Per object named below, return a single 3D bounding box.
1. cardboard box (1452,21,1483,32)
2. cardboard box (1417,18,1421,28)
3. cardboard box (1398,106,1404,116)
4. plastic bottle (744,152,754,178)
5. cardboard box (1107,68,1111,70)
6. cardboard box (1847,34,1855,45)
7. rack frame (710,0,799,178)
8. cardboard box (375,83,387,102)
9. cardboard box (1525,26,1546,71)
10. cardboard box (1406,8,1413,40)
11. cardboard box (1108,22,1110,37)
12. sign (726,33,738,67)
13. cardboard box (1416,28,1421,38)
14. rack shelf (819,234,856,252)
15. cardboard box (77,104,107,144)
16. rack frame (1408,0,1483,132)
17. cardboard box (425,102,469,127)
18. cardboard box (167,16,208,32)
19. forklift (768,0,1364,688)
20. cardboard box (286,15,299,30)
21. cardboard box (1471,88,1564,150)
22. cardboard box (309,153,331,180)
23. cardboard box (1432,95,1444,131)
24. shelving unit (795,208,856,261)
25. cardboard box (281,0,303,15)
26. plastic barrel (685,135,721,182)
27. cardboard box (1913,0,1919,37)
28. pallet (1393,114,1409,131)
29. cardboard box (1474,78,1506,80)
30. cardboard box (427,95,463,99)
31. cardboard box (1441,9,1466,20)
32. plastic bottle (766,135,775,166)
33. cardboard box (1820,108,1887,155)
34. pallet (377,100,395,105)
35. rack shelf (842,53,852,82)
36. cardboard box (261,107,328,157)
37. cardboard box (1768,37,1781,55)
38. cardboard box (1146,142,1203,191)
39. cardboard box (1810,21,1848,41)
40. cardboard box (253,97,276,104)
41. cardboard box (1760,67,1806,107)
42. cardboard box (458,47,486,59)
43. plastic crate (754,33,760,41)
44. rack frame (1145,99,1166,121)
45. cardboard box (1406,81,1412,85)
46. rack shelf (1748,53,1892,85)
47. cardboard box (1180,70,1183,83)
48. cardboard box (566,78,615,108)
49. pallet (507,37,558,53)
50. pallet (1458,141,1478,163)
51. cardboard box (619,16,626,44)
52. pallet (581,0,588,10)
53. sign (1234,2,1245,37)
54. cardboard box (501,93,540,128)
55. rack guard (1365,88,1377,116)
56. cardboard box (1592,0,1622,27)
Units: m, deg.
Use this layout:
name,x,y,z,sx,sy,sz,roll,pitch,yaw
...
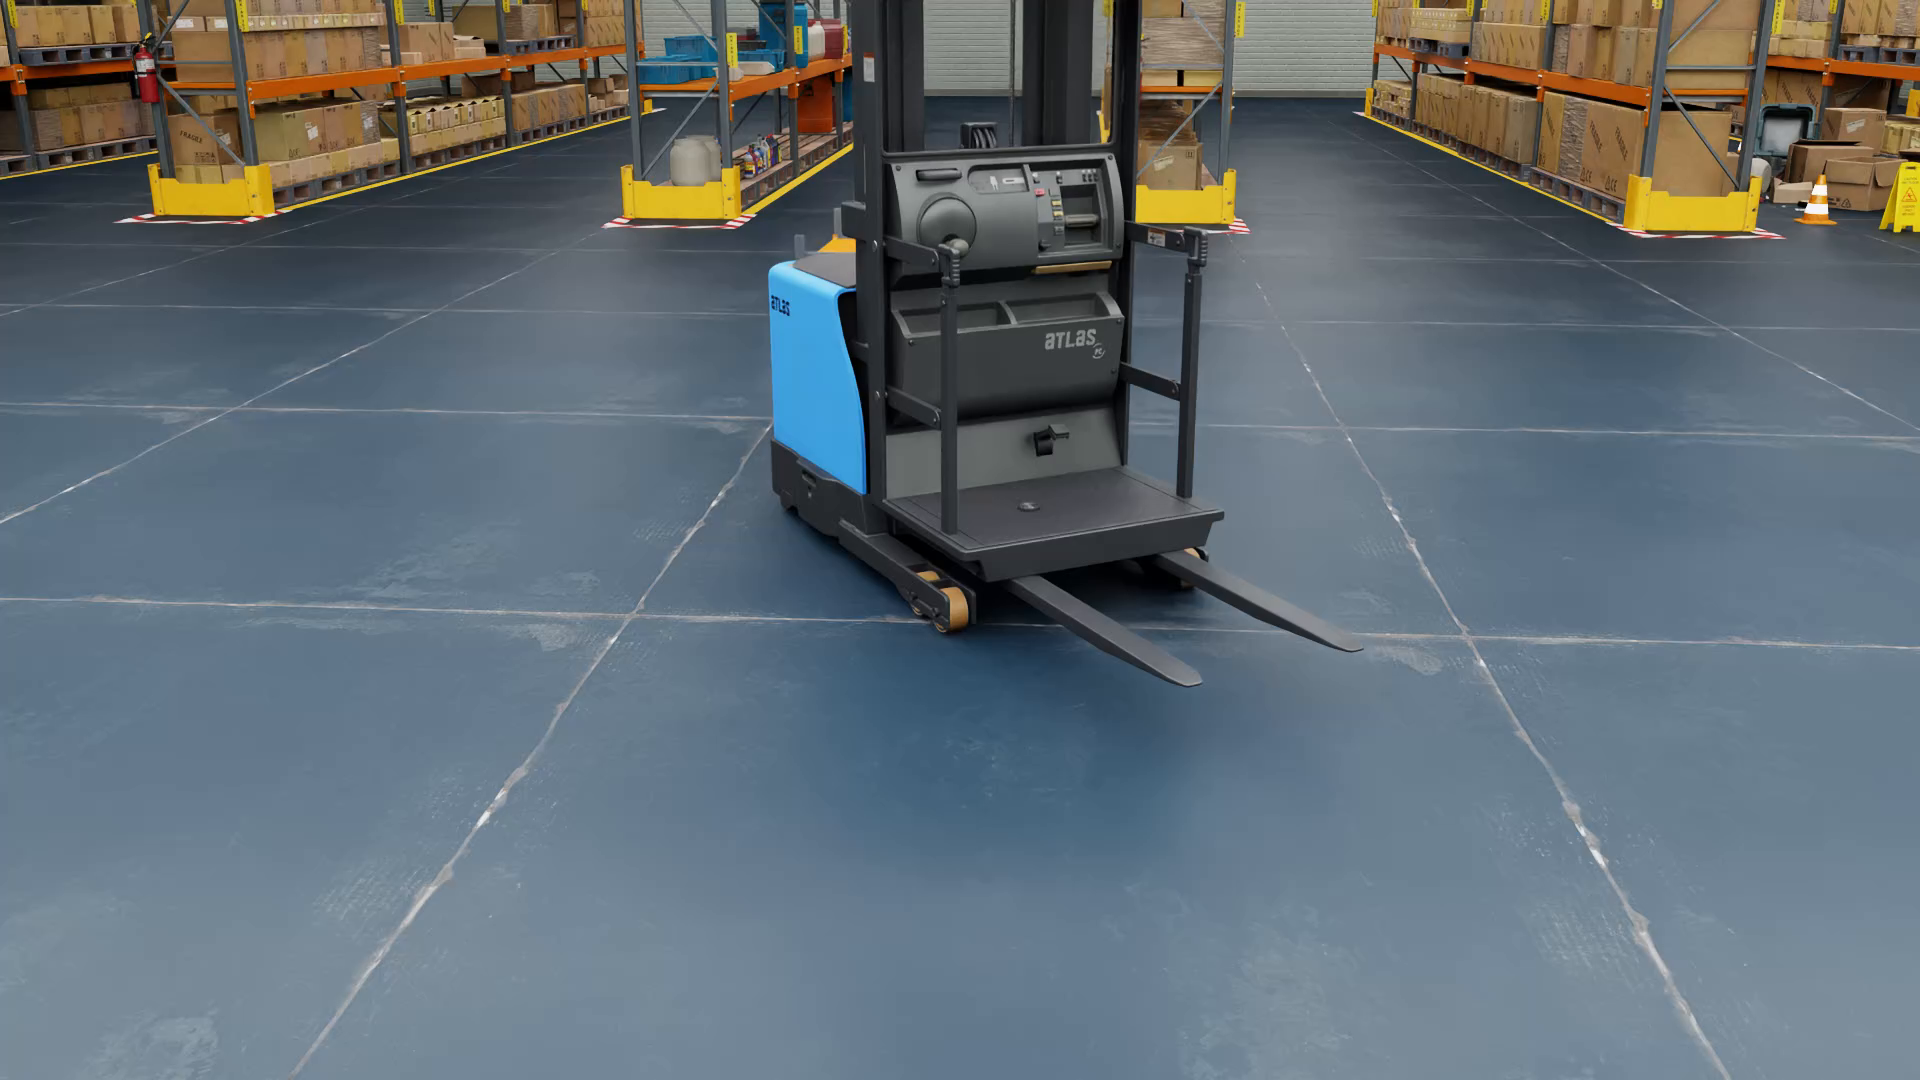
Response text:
name,x,y,z,sx,sy,sz,roll,pitch,yaw
cardboard box,7.237,-7.332,23.733,0.380,0.149,0.250,2,18,5
cardboard box,7.421,-8.138,26.192,0.380,0.149,0.250,2,18,5
cardboard box,7.688,-7.326,28.366,0.380,0.149,0.250,1,18,2
plastic bottle,-2.357,-4.183,18.548,0.097,0.271,0.097,0,18,0
cardboard box,2.858,-6.769,25.502,1.225,0.875,0.875,1,18,4
cardboard box,12.392,-6.851,22.743,0.380,0.149,0.250,0,18,1
rack frame,-2.511,-5.957,20.286,1.000,3.000,0.127,1,18,4
cardboard box,-11.483,-8.697,31.988,0.700,0.500,0.500,1,18,4
cardboard box,7.140,-5.920,20.012,0.500,0.500,0.500,1,18,4
cardboard box,7.696,-8.534,27.513,0.500,0.500,0.500,1,18,4
cardboard box,2.883,-9.021,29.399,0.500,0.250,0.500,1,18,3
sign,-2.249,-4.833,16.410,0.100,0.325,0.005,1,18,4
cardboard box,7.420,-7.993,26.229,0.380,0.149,0.250,1,18,4
rack shelf,-0.444,-1.269,8.050,0.538,0.278,1.000,2,18,5
cardboard box,-12.292,-5.748,22.954,0.700,0.500,0.500,1,18,5
rack frame,7.943,-8.189,27.097,1.000,3.000,0.127,1,18,4
cardboard box,-7.064,-5.828,22.734,0.500,0.311,0.500,2,18,5
cardboard box,-7.901,-5.305,17.094,0.380,0.149,0.250,1,18,3
forklift,0.283,-1.219,5.935,1.130,2.935,3.031,-9,20,-25
cardboard box,-7.423,-5.620,18.055,0.380,0.149,0.250,1,18,2
cardboard box,7.463,-5.618,22.191,1.050,0.750,0.750,2,18,5
cardboard box,-7.409,-4.192,18.639,0.500,0.250,0.500,1,18,4
cardboard box,7.505,-6.494,25.266,0.500,0.500,0.500,0,18,1
shelving unit,-0.444,-0.991,8.141,0.538,1.125,1.048,2,18,5
cardboard box,-7.620,-5.972,18.086,0.700,0.500,0.500,1,18,4
plastic barrel,-2.791,-4.094,17.921,0.421,0.512,0.421,0,18,0
cardboard box,12.195,-6.476,20.558,0.500,0.500,0.500,2,18,6
pallet,7.956,-7.073,28.171,1.003,0.211,1.213,1,18,4
cardboard box,8.032,-6.834,25.099,0.500,0.250,0.500,1,18,4
cardboard box,-7.495,-6.314,24.217,0.500,0.311,0.500,2,18,6
cardboard box,7.288,-7.714,24.422,0.380,0.149,0.250,2,18,6
plastic bottle,-2.283,-4.641,19.818,0.144,0.351,0.185,0,18,1
cardboard box,10.536,-4.828,19.637,0.500,0.500,0.500,1,18,4
pallet,-11.511,-8.330,32.006,1.003,0.211,1.213,1,18,4
rack shelf,-2.081,-7.479,26.085,1.077,0.370,4.000,1,18,4
cardboard box,-7.421,-4.548,18.523,0.500,0.500,0.500,1,18,4
cardboard box,12.459,-7.433,25.032,0.500,0.250,0.500,1,18,3
cardboard box,2.204,-3.809,17.072,0.500,0.500,0.500,5,19,14
cardboard box,12.382,-7.190,23.487,0.500,0.250,0.500,1,18,4
cardboard box,-11.797,-7.360,27.345,0.750,0.750,0.750,2,18,6
cardboard box,12.866,-6.825,25.672,0.875,0.875,0.875,2,18,6
cardboard box,-6.953,-6.906,23.586,0.380,0.149,0.250,1,18,4
plastic crate,-2.742,-6.299,21.355,0.392,0.384,0.575,1,18,4
rack frame,2.433,-5.846,19.948,0.949,2.616,0.053,1,18,4
cardboard box,8.369,-8.312,30.421,0.380,0.149,0.250,2,18,5
rack shelf,12.744,-7.147,25.072,1.077,0.370,4.000,1,18,4
cardboard box,2.468,-4.801,17.160,0.380,0.149,0.250,1,18,4
cardboard box,-6.748,-8.160,30.311,0.797,0.503,0.637,1,18,4
pallet,-7.030,-7.824,26.292,1.003,0.211,1.213,1,18,4
pallet,7.524,-5.378,22.998,1.003,0.211,1.213,1,18,4
cardboard box,-6.427,-9.382,30.578,0.500,0.500,0.500,1,18,4
pallet,-6.324,-9.092,27.995,0.100,0.325,0.005,1,18,4
sign,2.684,-5.004,15.985,0.100,0.325,0.005,1,18,4
cardboard box,-6.815,-6.630,25.647,0.500,0.500,0.500,1,18,2
rack guard,8.224,-8.220,31.206,1.175,0.500,0.348,1,18,4
cardboard box,7.179,-5.672,17.441,0.875,0.550,0.500,1,18,4
